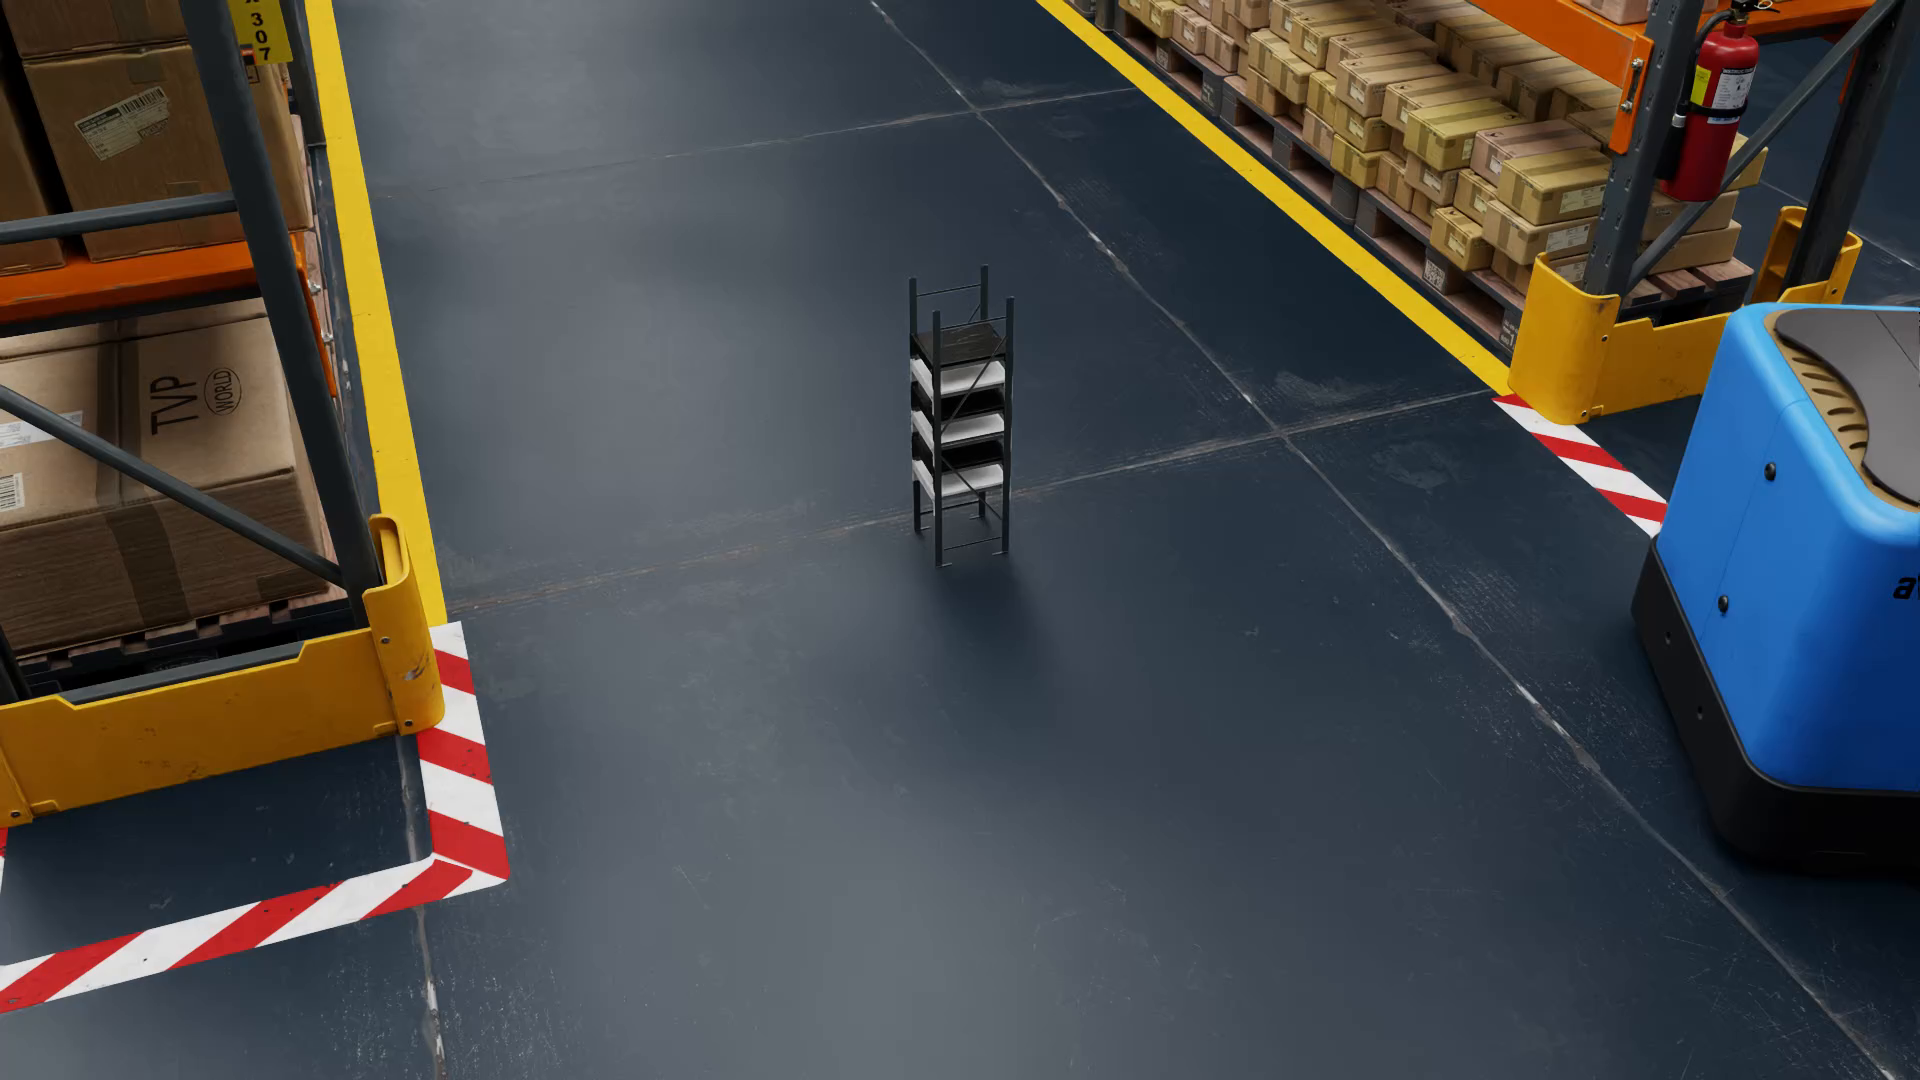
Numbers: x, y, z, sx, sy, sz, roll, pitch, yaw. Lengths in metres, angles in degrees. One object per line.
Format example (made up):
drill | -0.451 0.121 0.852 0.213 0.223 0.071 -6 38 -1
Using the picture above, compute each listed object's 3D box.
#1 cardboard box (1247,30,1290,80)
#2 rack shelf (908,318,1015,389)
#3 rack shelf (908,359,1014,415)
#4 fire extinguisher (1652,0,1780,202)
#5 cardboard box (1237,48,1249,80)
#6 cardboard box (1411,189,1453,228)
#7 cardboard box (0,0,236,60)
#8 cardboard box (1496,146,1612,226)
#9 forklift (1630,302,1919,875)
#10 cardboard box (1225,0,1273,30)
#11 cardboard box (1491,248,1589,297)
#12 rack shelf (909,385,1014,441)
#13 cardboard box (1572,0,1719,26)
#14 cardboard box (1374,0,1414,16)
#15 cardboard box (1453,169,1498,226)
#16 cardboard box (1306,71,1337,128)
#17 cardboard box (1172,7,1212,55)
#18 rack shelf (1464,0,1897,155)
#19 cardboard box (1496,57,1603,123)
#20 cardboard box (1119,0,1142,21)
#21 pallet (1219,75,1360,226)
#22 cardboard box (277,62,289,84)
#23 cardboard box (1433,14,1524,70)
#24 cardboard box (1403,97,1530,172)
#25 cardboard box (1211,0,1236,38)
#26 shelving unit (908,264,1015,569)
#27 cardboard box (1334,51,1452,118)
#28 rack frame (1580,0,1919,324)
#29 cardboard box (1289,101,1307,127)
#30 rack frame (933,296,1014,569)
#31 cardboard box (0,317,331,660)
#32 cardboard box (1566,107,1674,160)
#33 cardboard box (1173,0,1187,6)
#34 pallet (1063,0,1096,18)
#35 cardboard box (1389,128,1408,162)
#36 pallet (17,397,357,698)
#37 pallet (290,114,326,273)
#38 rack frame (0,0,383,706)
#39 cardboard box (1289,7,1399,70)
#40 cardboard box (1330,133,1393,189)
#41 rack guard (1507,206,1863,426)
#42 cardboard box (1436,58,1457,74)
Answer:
cardboard box | 1.514 -2.172 7.414 0.380 0.149 0.250 -13 39 -16
rack shelf | 0.003 -0.544 4.831 0.258 0.077 0.200 -12 39 -16
rack shelf | 0.003 -0.472 4.885 0.258 0.077 0.200 -12 39 -16
fire extinguisher | 2.241 -1.342 4.912 0.296 0.674 0.183 -12 39 -16
cardboard box | 1.520 -2.218 7.722 0.380 0.149 0.250 -14 39 -18
cardboard box | 2.017 -1.334 6.548 0.380 0.149 0.250 -13 39 -16
cardboard box | -1.923 -1.447 3.764 0.500 0.500 0.500 -13 39 -17
cardboard box | 2.167 -1.273 5.972 0.380 0.149 0.250 -12 39 -15
forklift | 3.439 -0.584 3.590 3.031 2.935 1.130 2 37 3
cardboard box | 1.429 -2.444 7.528 0.380 0.149 0.250 -12 39 -15
cardboard box | 2.210 -1.043 6.162 0.380 0.149 0.250 -12 39 -15
rack shelf | 0.003 -0.400 4.939 0.258 0.077 0.200 -12 39 -16
cardboard box | 2.210 -1.785 5.335 0.380 0.149 0.250 -12 39 -16
cardboard box | 2.095 -2.417 7.492 0.380 0.149 0.250 -14 39 -18
cardboard box | 2.098 -1.305 6.263 0.380 0.149 0.250 -13 39 -17
cardboard box | 1.696 -1.878 7.023 0.380 0.149 0.250 -11 38 -14
cardboard box | 1.260 -2.496 8.091 0.380 0.149 0.250 -13 39 -16
rack shelf | 1.899 -2.602 6.809 1.077 0.370 4.000 -12 39 -16
cardboard box | 2.389 -1.815 6.692 0.380 0.149 0.250 -14 39 -18
cardboard box | 1.034 -2.776 8.463 0.380 0.149 0.250 -14 39 -18
pallet | 1.899 -1.843 7.521 1.003 0.211 1.213 -12 39 -16
cardboard box | -2.280 -1.619 4.823 0.500 0.500 0.500 -13 39 -16
cardboard box | 2.254 -2.132 7.113 0.380 0.149 0.250 -12 39 -15
cardboard box | 1.926 -1.546 6.336 0.380 0.149 0.250 -13 39 -17
cardboard box | 1.414 -2.488 7.833 0.380 0.149 0.250 -14 39 -18
shelving unit | 0.003 -0.355 4.973 0.258 0.900 0.210 -12 39 -16
cardboard box | 1.752 -1.846 6.734 0.380 0.149 0.250 -11 38 -14
rack frame | 2.587 -1.759 5.093 1.000 3.000 0.127 -12 39 -16
cardboard box | 1.681 -1.919 7.325 0.380 0.149 0.250 -11 38 -15
rack frame | 0.038 -0.297 4.897 0.240 0.900 0.006 -12 39 -16
cardboard box | -2.347 -0.174 4.768 0.875 0.438 0.875 -14 39 -17
cardboard box | 2.518 -1.523 6.305 0.380 0.149 0.250 -12 39 -15
cardboard box | 1.206 -2.771 8.210 0.380 0.149 0.250 -12 39 -16
pallet | 0.941 -3.345 9.515 1.003 0.211 1.213 -12 39 -16
cardboard box | 1.961 -1.613 6.671 0.380 0.149 0.250 -13 39 -16
pallet | -2.374 0.001 5.073 1.003 0.211 1.213 -12 39 -16
pallet | -3.214 -1.377 6.903 1.003 0.211 1.213 -12 39 -16
rack frame | -2.026 -0.677 3.656 1.000 3.000 0.127 -12 39 -16
cardboard box | 1.649 -2.160 7.151 0.380 0.149 0.250 -12 39 -16
cardboard box | 1.773 -1.602 6.904 0.380 0.149 0.250 -14 39 -18
rack guard | 2.561 -0.804 5.902 1.175 0.500 0.348 -12 39 -16
cardboard box | 2.140 -1.985 7.165 0.380 0.149 0.250 -11 38 -14
